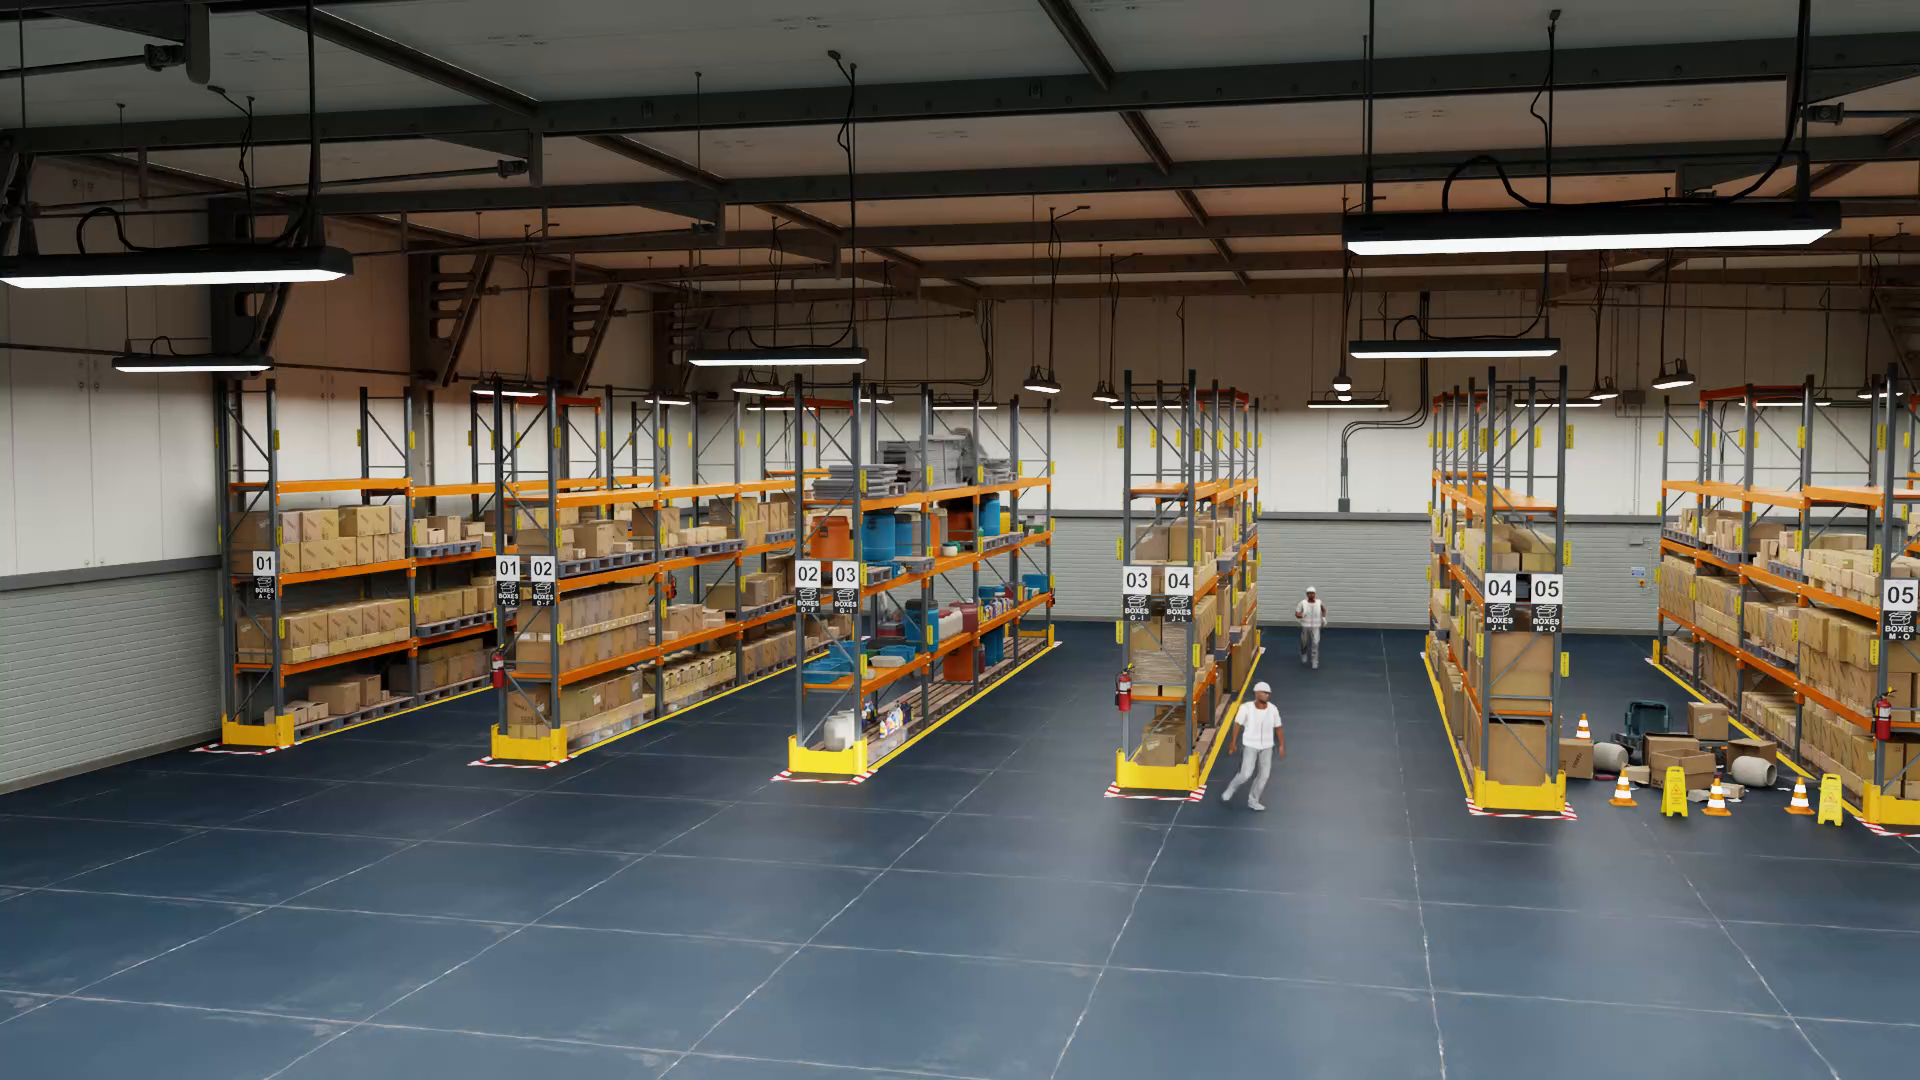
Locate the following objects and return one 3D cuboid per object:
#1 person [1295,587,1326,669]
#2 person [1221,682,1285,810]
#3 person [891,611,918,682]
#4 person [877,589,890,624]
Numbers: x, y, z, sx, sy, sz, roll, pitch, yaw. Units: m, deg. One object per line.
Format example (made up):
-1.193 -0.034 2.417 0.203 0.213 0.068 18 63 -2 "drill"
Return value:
7.695 1.909 36.442 0.701 1.762 0.993 0 3 4 "person"
3.970 2.782 22.535 0.784 1.726 0.580 -1 3 -10 "person"
-1.192 2.187 34.420 0.604 1.502 0.846 0 3 1 "person"
-2.170 1.523 44.244 0.617 1.747 0.605 -2 4 -27 "person"
